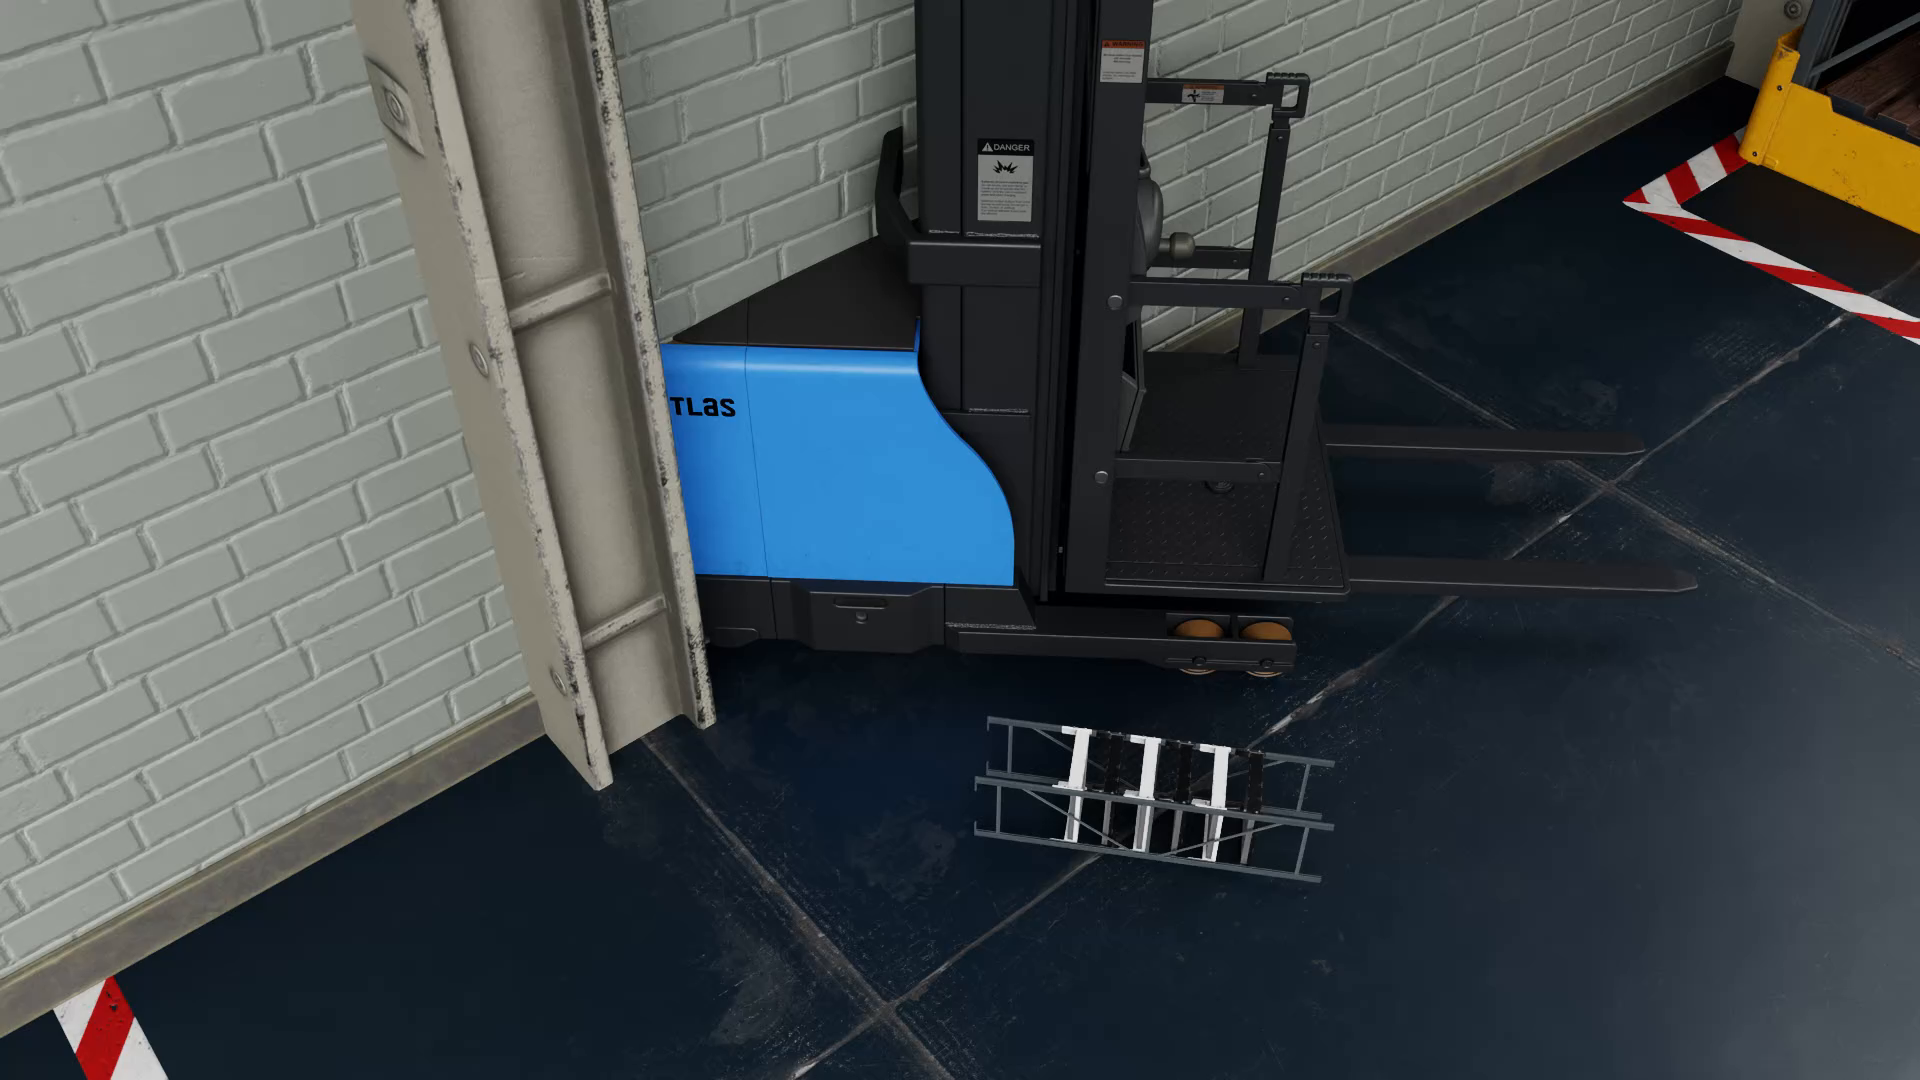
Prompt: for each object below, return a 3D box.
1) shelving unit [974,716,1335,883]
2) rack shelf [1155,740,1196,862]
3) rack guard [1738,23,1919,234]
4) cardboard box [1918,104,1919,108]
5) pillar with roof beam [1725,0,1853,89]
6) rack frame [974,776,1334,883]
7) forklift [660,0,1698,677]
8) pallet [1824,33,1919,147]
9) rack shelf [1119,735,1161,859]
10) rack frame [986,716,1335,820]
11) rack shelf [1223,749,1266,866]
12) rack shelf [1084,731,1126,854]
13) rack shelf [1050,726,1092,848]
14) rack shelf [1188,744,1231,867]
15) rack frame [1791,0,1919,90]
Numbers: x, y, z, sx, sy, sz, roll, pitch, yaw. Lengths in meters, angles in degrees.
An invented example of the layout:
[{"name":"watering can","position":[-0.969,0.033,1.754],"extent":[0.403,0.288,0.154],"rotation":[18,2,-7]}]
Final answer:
[{"name":"shelving unit","position":[0.499,0.671,4.320],"extent":[0.900,0.258,0.210],"rotation":[7,44,7]},{"name":"rack shelf","position":[0.554,0.678,4.313],"extent":[0.077,0.258,0.200],"rotation":[7,44,7]},{"name":"rack guard","position":[3.744,-1.573,6.559],"extent":[0.348,0.500,1.175],"rotation":[-30,51,-28]},{"name":"cardboard box","position":[4.274,-1.887,6.711],"extent":[0.500,0.311,0.500],"rotation":[33,52,30]},{"name":"pillar with roof beam","position":[6.429,-3.138,2.018],"extent":[0.400,9.000,9.100],"rotation":[-30,51,-28]},{"name":"rack frame","position":[0.482,0.740,4.247],"extent":[0.900,0.240,0.006],"rotation":[7,44,7]},{"name":"forklift","position":[0.627,-1.047,4.224],"extent":[3.031,2.935,1.130],"rotation":[2,43,2]},{"name":"pallet","position":[4.389,-1.806,7.018],"extent":[1.213,0.211,1.003],"rotation":[-30,51,-28]},{"name":"rack shelf","position":[0.466,0.668,4.324],"extent":[0.077,0.258,0.200],"rotation":[7,44,7]},{"name":"rack frame","position":[0.516,0.603,4.393],"extent":[0.900,0.240,0.006],"rotation":[7,44,7]},{"name":"rack shelf","position":[0.732,0.699,4.291],"extent":[0.077,0.258,0.200],"rotation":[7,44,7]},{"name":"rack shelf","position":[0.377,0.657,4.335],"extent":[0.077,0.258,0.200],"rotation":[7,44,7]},{"name":"rack shelf","position":[0.288,0.647,4.346],"extent":[0.077,0.258,0.200],"rotation":[7,44,7]},{"name":"rack shelf","position":[0.643,0.688,4.302],"extent":[0.077,0.258,0.200],"rotation":[7,44,7]},{"name":"rack frame","position":[3.685,-2.450,5.668],"extent":[0.127,3.000,1.000],"rotation":[-30,51,-28]}]
